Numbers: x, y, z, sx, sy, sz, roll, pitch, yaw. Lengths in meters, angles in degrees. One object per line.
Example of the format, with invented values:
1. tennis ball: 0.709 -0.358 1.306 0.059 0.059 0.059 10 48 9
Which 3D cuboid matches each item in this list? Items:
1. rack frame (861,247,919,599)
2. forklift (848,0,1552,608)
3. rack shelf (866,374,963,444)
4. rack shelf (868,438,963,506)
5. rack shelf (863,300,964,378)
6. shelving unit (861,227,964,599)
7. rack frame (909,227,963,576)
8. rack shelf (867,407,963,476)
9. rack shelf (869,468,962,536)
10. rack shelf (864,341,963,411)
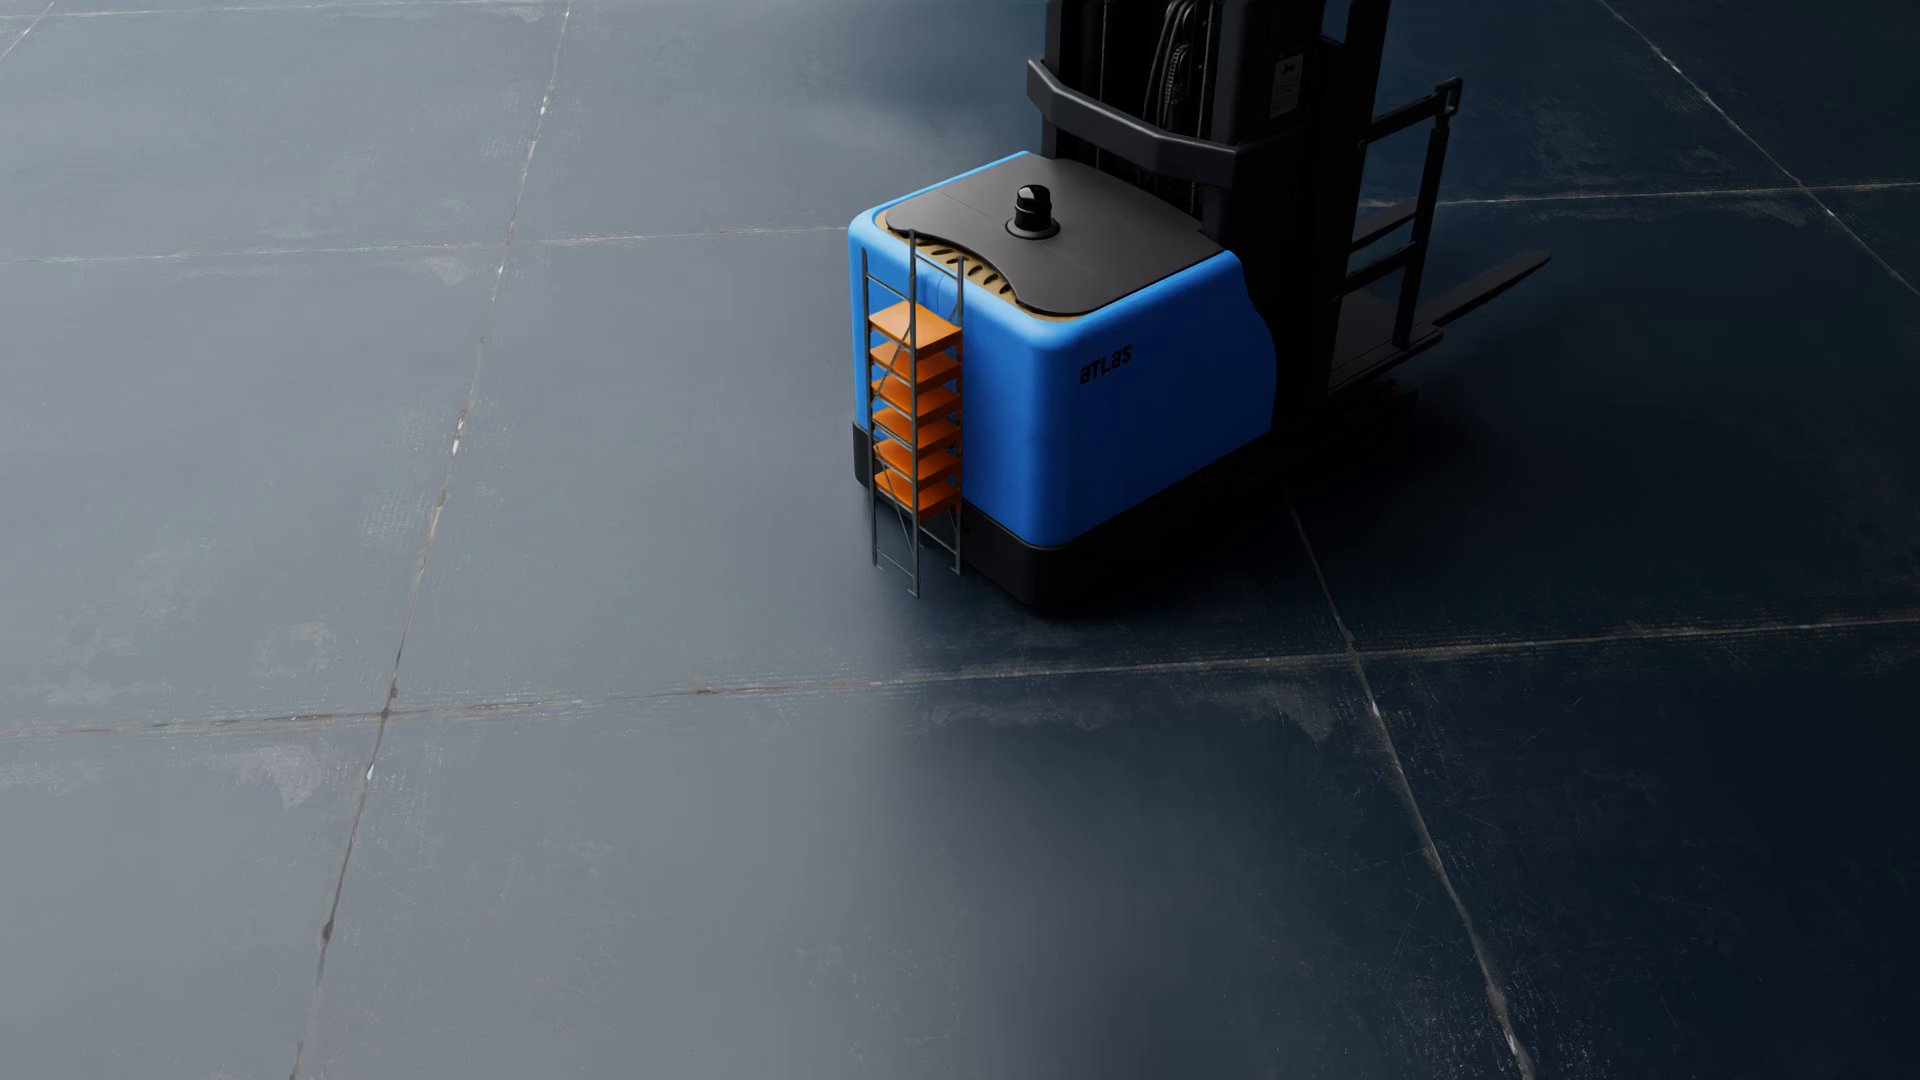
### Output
1. rack frame: -0.212 -0.332 5.170 0.006 1.200 0.240 -28 47 -31
2. forklift: 1.075 -1.704 5.513 3.031 2.935 1.130 -28 46 -31
3. rack shelf: -0.142 -0.428 5.170 0.180 0.103 0.258 -28 47 -31
4. rack shelf: -0.144 -0.241 5.320 0.180 0.103 0.258 -28 47 -31
5. rack shelf: -0.141 -0.616 5.020 0.180 0.103 0.258 -28 47 -31
6. shelving unit: -0.143 -0.369 5.217 0.189 1.200 0.258 -28 47 -31
7. rack frame: -0.074 -0.406 5.264 0.006 1.200 0.240 -28 47 -31
8. rack shelf: -0.143 -0.334 5.245 0.180 0.103 0.258 -28 47 -31
9. rack shelf: -0.144 -0.147 5.395 0.180 0.103 0.258 -28 47 -31
10. rack shelf: -0.142 -0.522 5.095 0.180 0.103 0.258 -28 47 -31
